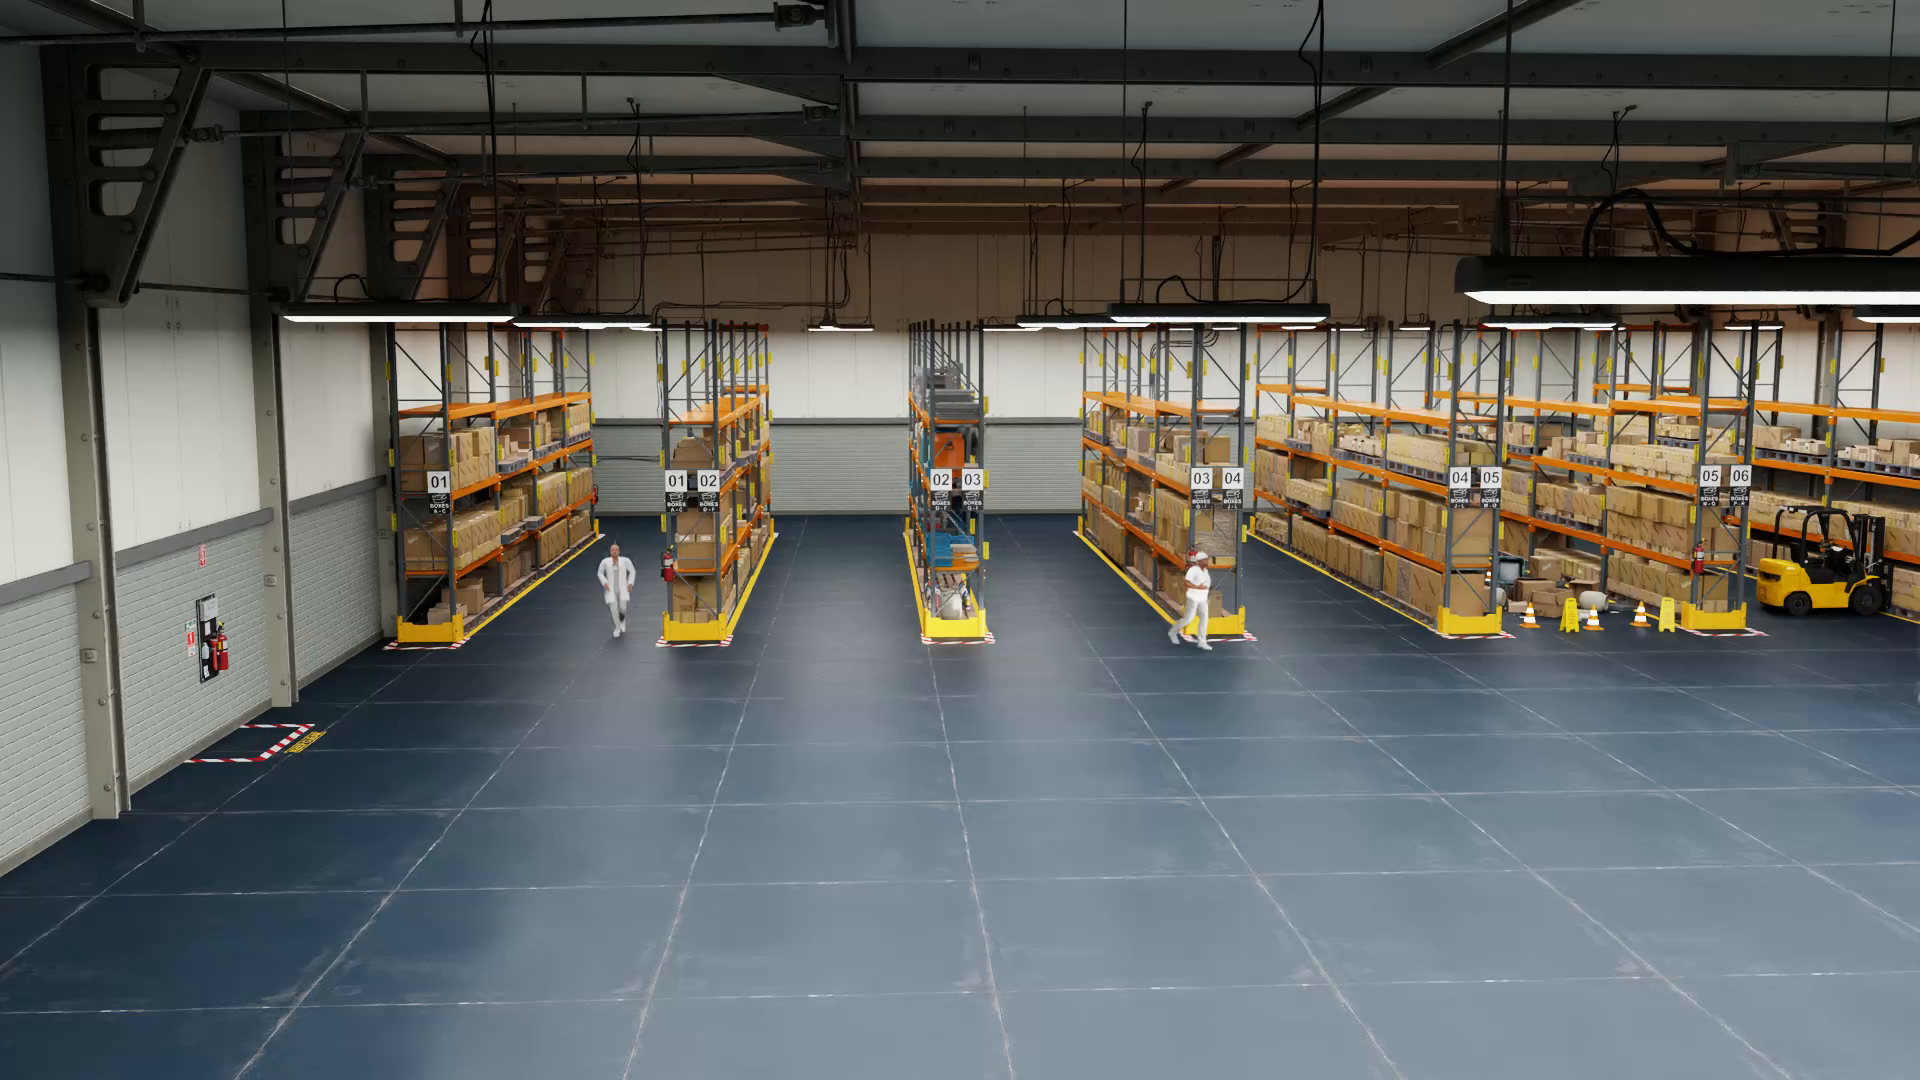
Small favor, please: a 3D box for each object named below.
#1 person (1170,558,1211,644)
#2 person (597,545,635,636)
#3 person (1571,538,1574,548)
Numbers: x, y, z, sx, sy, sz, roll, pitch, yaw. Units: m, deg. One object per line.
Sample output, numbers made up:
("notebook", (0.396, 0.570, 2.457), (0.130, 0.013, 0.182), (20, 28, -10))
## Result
("person", (4.308, 1.071, 30.545), (0.700, 1.622, 0.773), (-7, 10, -43))
("person", (-6.544, 0.997, 31.705), (0.716, 1.660, 0.572), (-2, 7, -12))
("person", (15.752, -0.501, 43.177), (0.672, 1.624, 0.681), (0, 7, 1))
